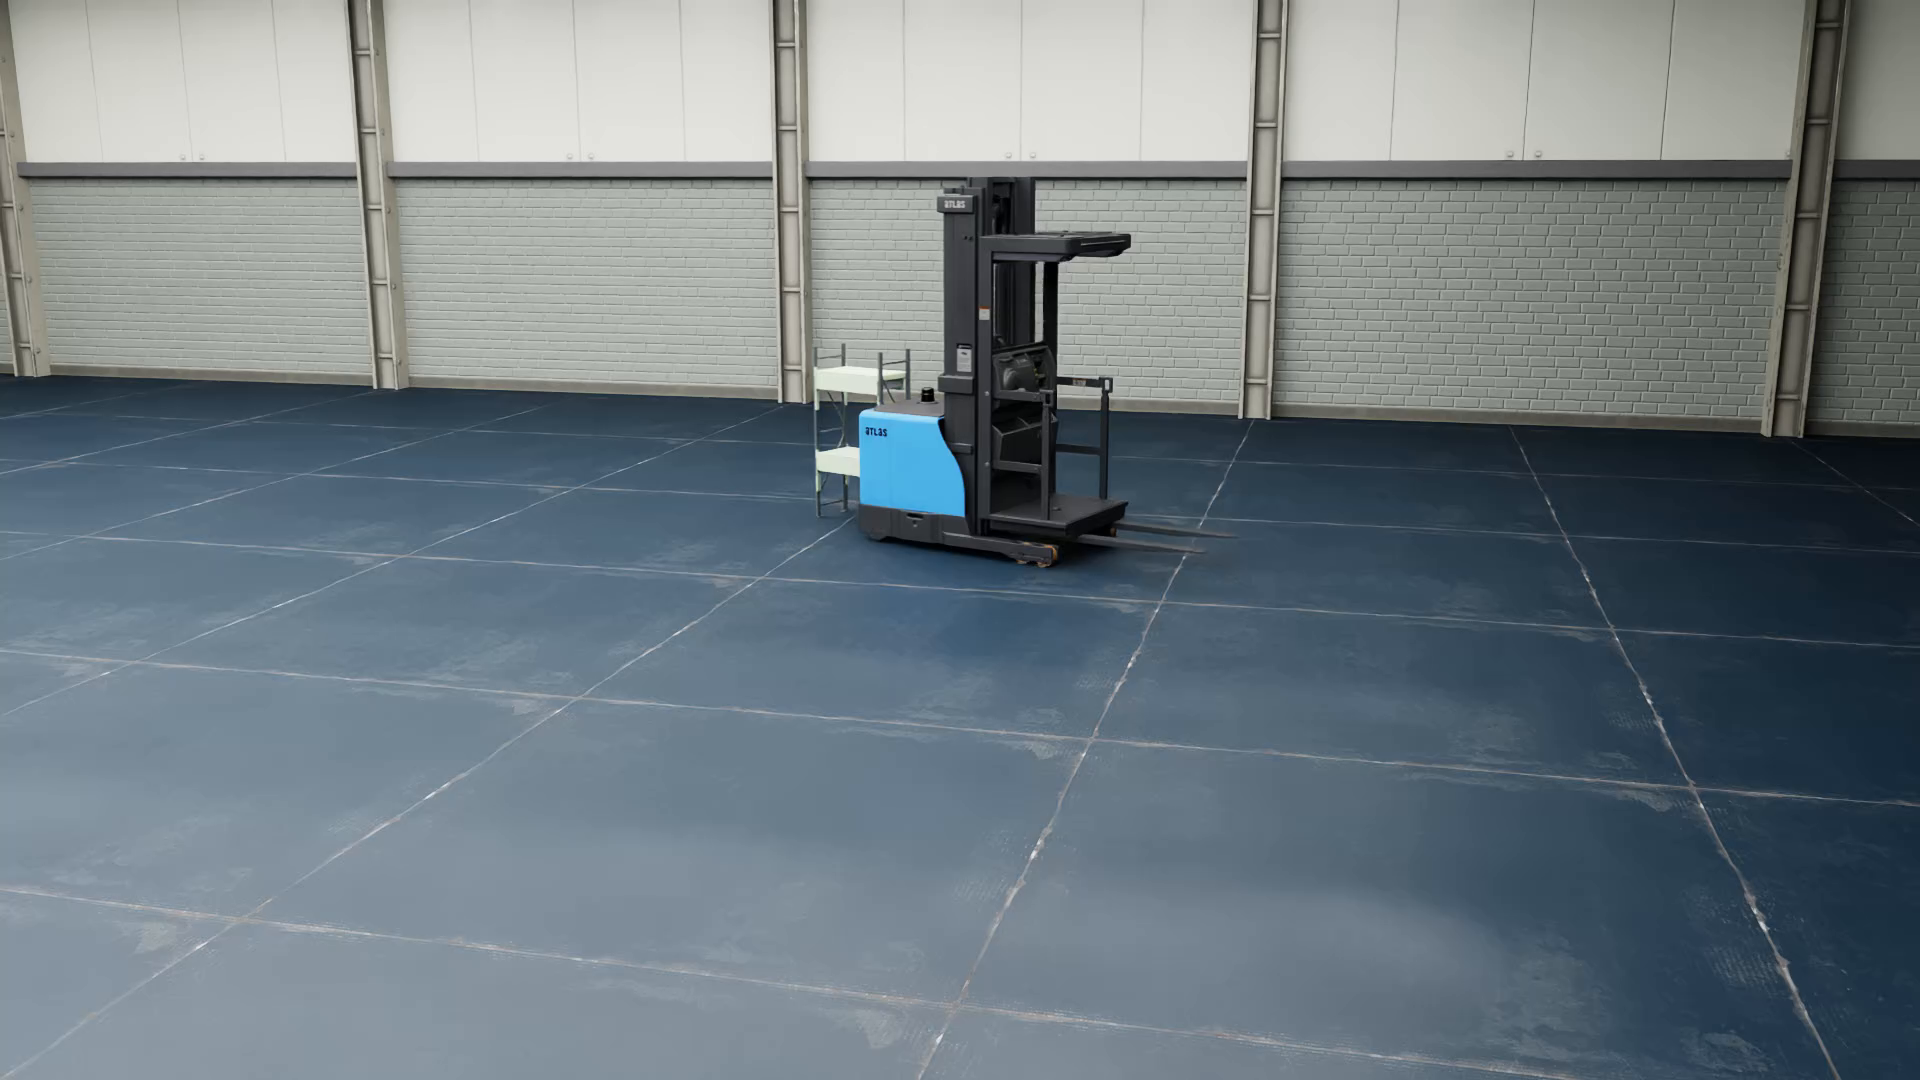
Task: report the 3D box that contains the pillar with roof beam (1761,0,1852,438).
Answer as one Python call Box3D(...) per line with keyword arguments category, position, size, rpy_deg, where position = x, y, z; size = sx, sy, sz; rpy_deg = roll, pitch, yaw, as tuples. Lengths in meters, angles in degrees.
Box3D(category="pillar with roof beam", position=(8.450, -4.698, 14.133), size=(0.400, 9.000, 9.100), rpy_deg=(3, 13, 14))

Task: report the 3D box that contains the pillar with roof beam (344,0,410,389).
Box3D(category="pillar with roof beam", position=(-9.026, -5.632, 18.344), size=(0.400, 9.000, 9.100), rpy_deg=(3, 13, 14))

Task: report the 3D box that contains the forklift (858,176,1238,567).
Box3D(category="forklift", position=(0.687, -1.354, 13.072), size=(3.031, 2.935, 1.130), rpy_deg=(8, 15, 31))

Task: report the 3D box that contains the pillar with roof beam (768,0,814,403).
Box3D(category="pillar with roof beam", position=(-3.200, -5.321, 16.940), size=(0.400, 9.000, 9.100), rpy_deg=(3, 13, 14))

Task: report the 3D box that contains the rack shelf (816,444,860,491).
Box3D(category="rack shelf", position=(-0.845, -0.594, 14.454), size=(0.720, 0.370, 0.431), rpy_deg=(9, 16, 37))

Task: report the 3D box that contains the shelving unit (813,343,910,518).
Box3D(category="shelving unit", position=(-0.845, -0.912, 14.384), size=(0.755, 1.500, 0.431), rpy_deg=(9, 16, 37))

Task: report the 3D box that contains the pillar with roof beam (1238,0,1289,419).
Box3D(category="pillar with roof beam", position=(2.625, -5.009, 15.537), size=(0.400, 9.000, 9.100), rpy_deg=(3, 13, 14))

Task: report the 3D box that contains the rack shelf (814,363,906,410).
Box3D(category="rack shelf", position=(-0.845, -1.293, 14.299), size=(0.720, 0.370, 0.431), rpy_deg=(9, 16, 37))

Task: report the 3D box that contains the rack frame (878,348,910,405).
Box3D(category="rack frame", position=(-0.554, -0.864, 14.166), size=(0.023, 1.500, 0.400), rpy_deg=(9, 16, 37))

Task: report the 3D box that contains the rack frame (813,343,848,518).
Box3D(category="rack frame", position=(-1.135, -0.961, 14.602), size=(0.023, 1.500, 0.400), rpy_deg=(9, 16, 37))

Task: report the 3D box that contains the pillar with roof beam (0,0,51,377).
Box3D(category="pillar with roof beam", position=(-14.851, -5.944, 19.747), size=(0.400, 9.000, 9.100), rpy_deg=(3, 13, 14))
